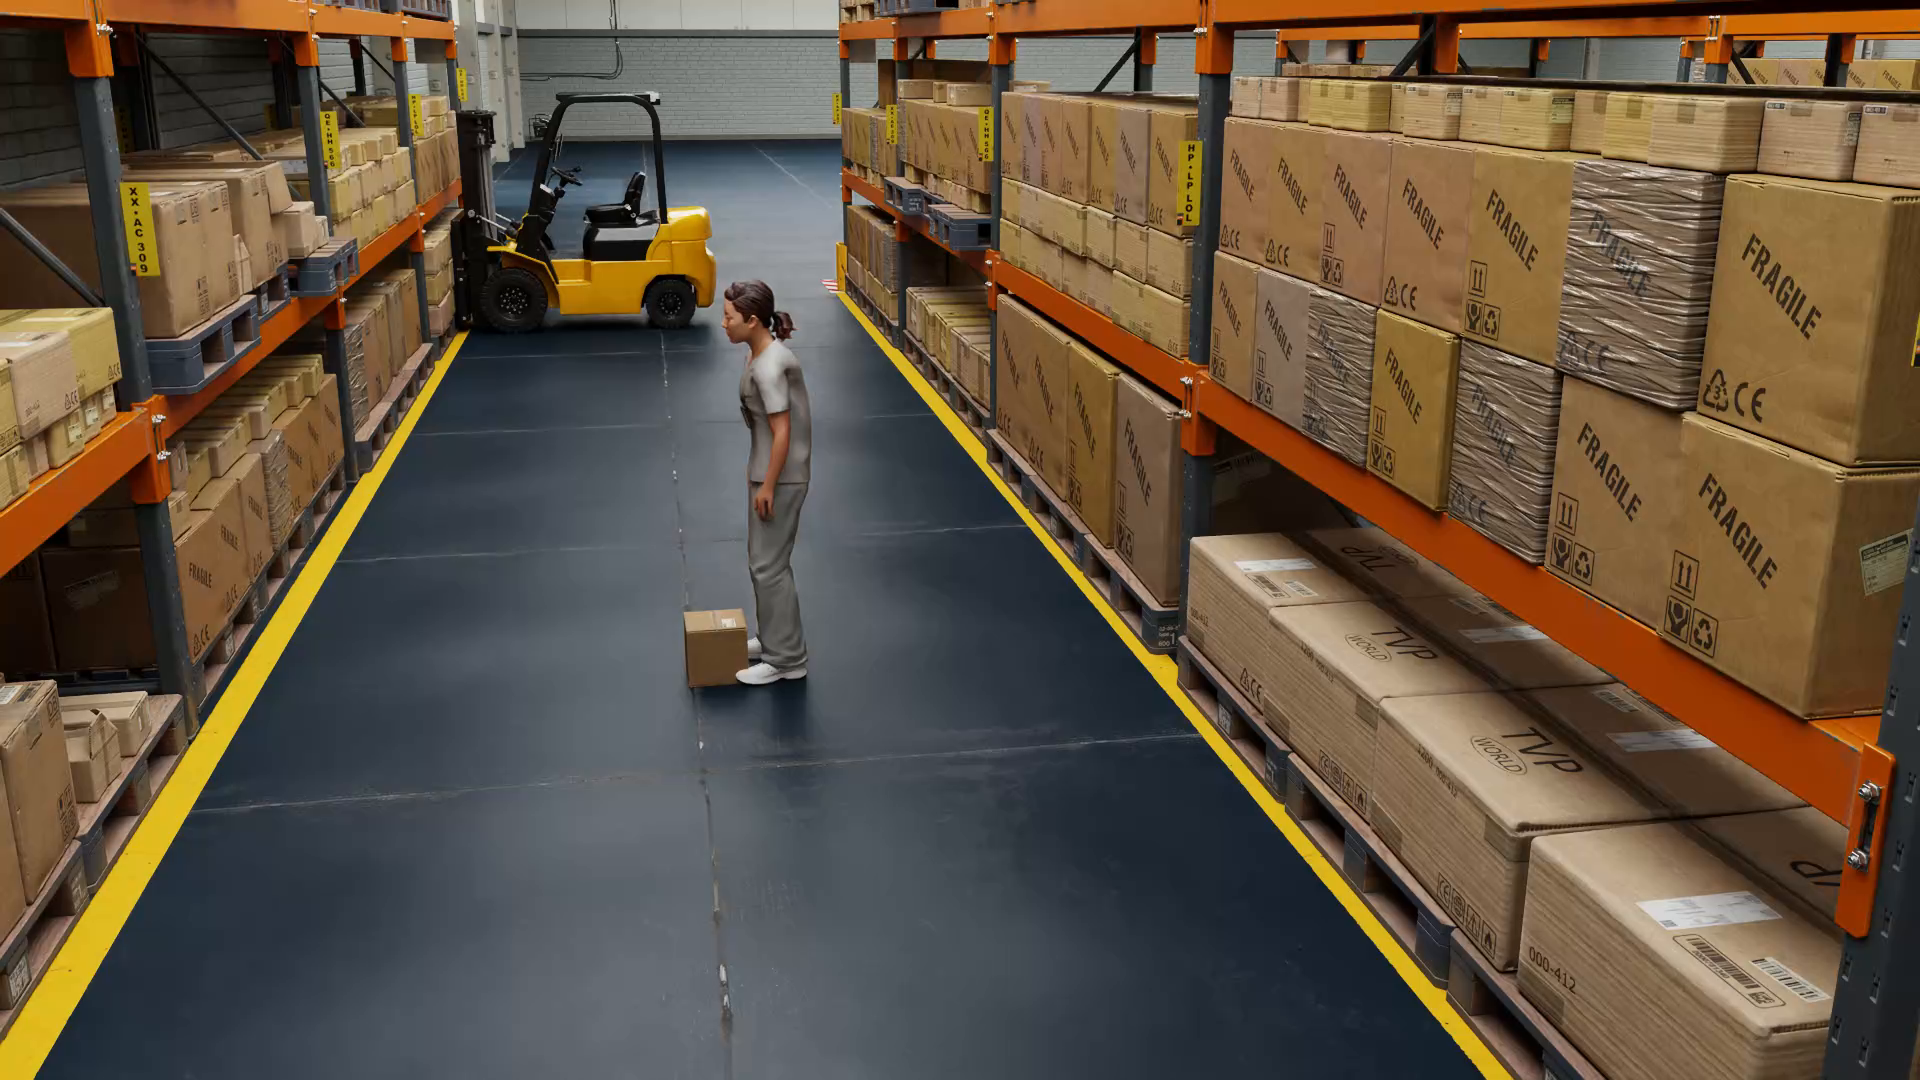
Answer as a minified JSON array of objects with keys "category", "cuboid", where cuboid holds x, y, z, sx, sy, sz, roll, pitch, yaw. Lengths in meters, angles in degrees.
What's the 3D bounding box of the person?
[{"category":"person","cuboid":[-0.790,-0.244,6.867,0.355,1.673,0.491,-3,17,-11]}]
